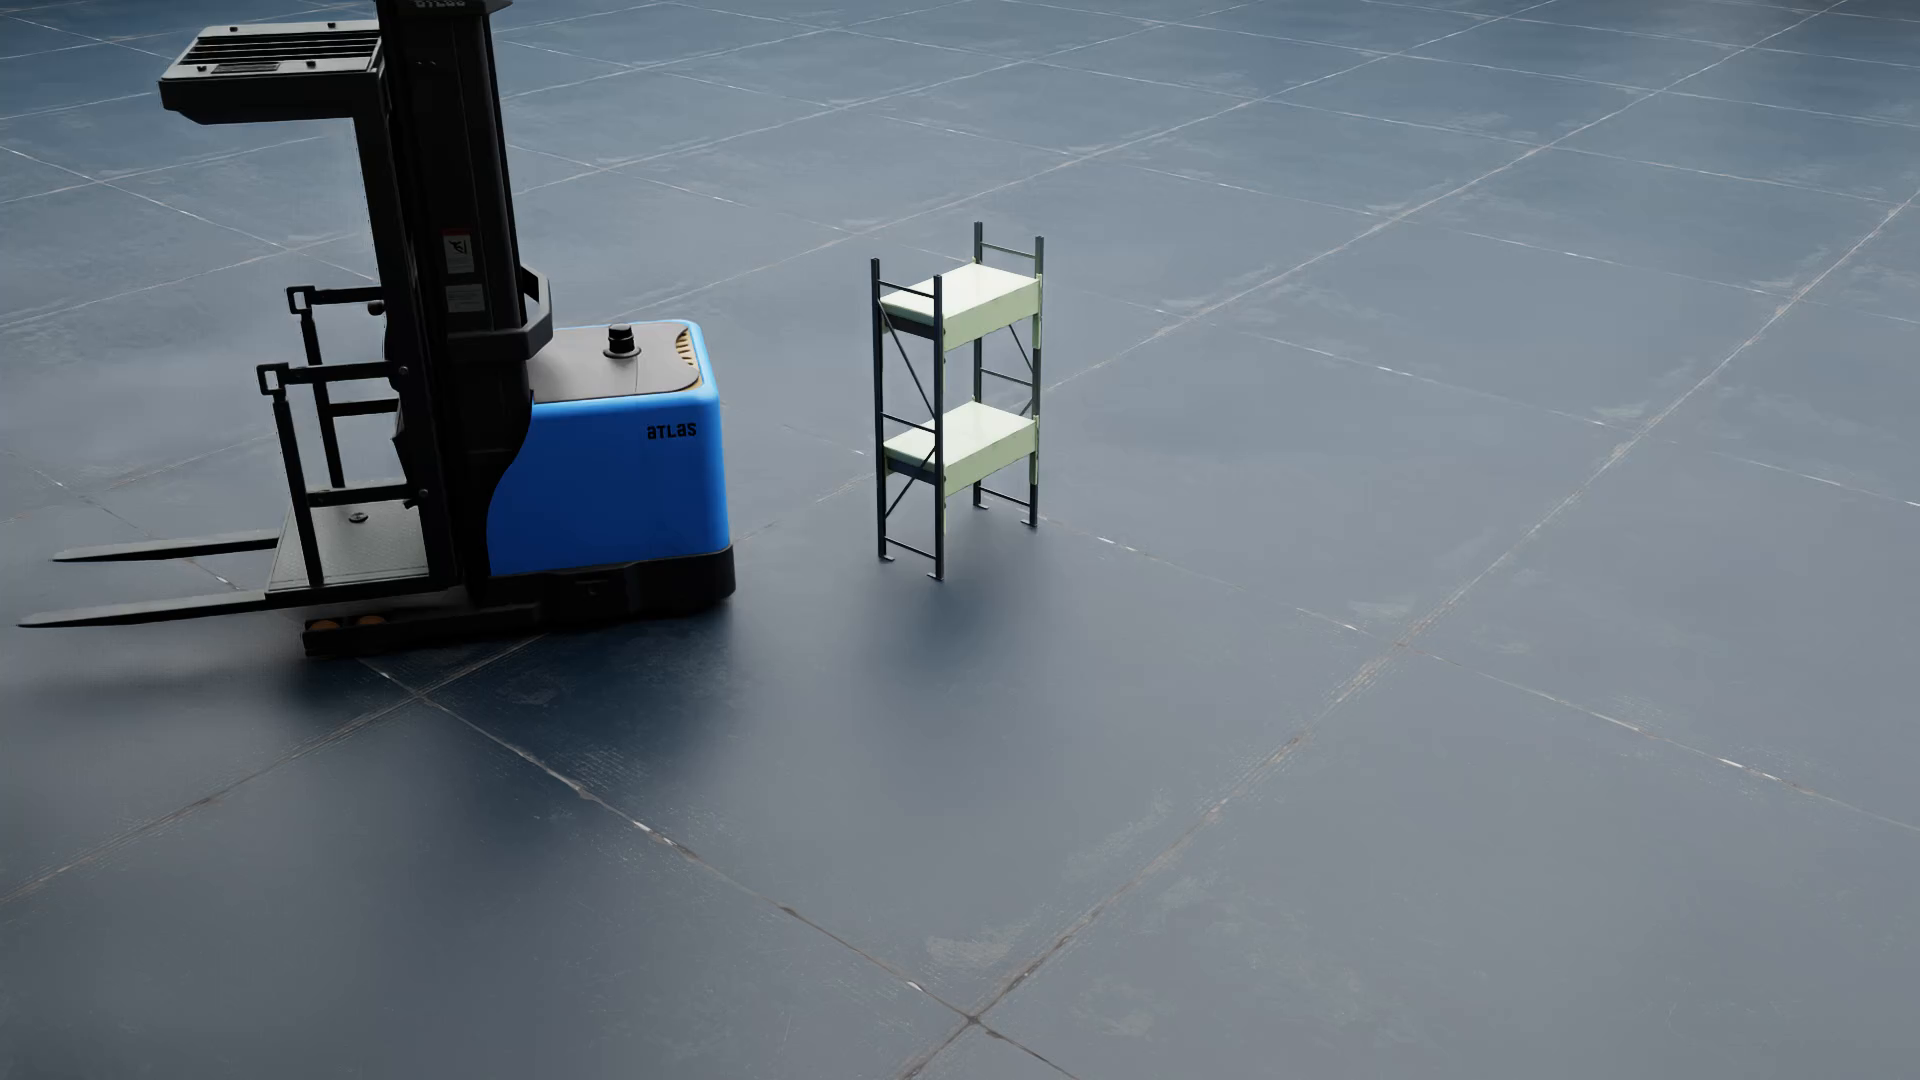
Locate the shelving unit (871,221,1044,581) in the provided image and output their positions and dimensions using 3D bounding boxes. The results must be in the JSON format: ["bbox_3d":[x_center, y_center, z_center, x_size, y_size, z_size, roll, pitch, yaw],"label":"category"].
[{"bbox_3d":[-0.004,-0.664,7.901,0.431,1.500,0.755,21,34,34],"label":"shelving unit"}]

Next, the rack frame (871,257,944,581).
[{"bbox_3d":[-0.237,-0.534,7.650,0.400,1.500,0.023,21,34,34],"label":"rack frame"}]

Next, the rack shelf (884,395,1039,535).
[{"bbox_3d":[-0.004,-0.374,8.051,0.431,0.370,0.720,21,34,34],"label":"rack shelf"}]

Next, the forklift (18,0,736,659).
[{"bbox_3d":[-2.606,-1.049,7.087,3.031,2.935,1.130,-6,28,-12],"label":"forklift"}]

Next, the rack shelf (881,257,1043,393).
[{"bbox_3d":[-0.004,-1.010,7.721,0.431,0.370,0.720,21,34,34],"label":"rack shelf"}]

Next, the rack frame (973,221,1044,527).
[{"bbox_3d":[0.229,-0.794,8.152,0.400,1.500,0.023,21,34,34],"label":"rack frame"}]
